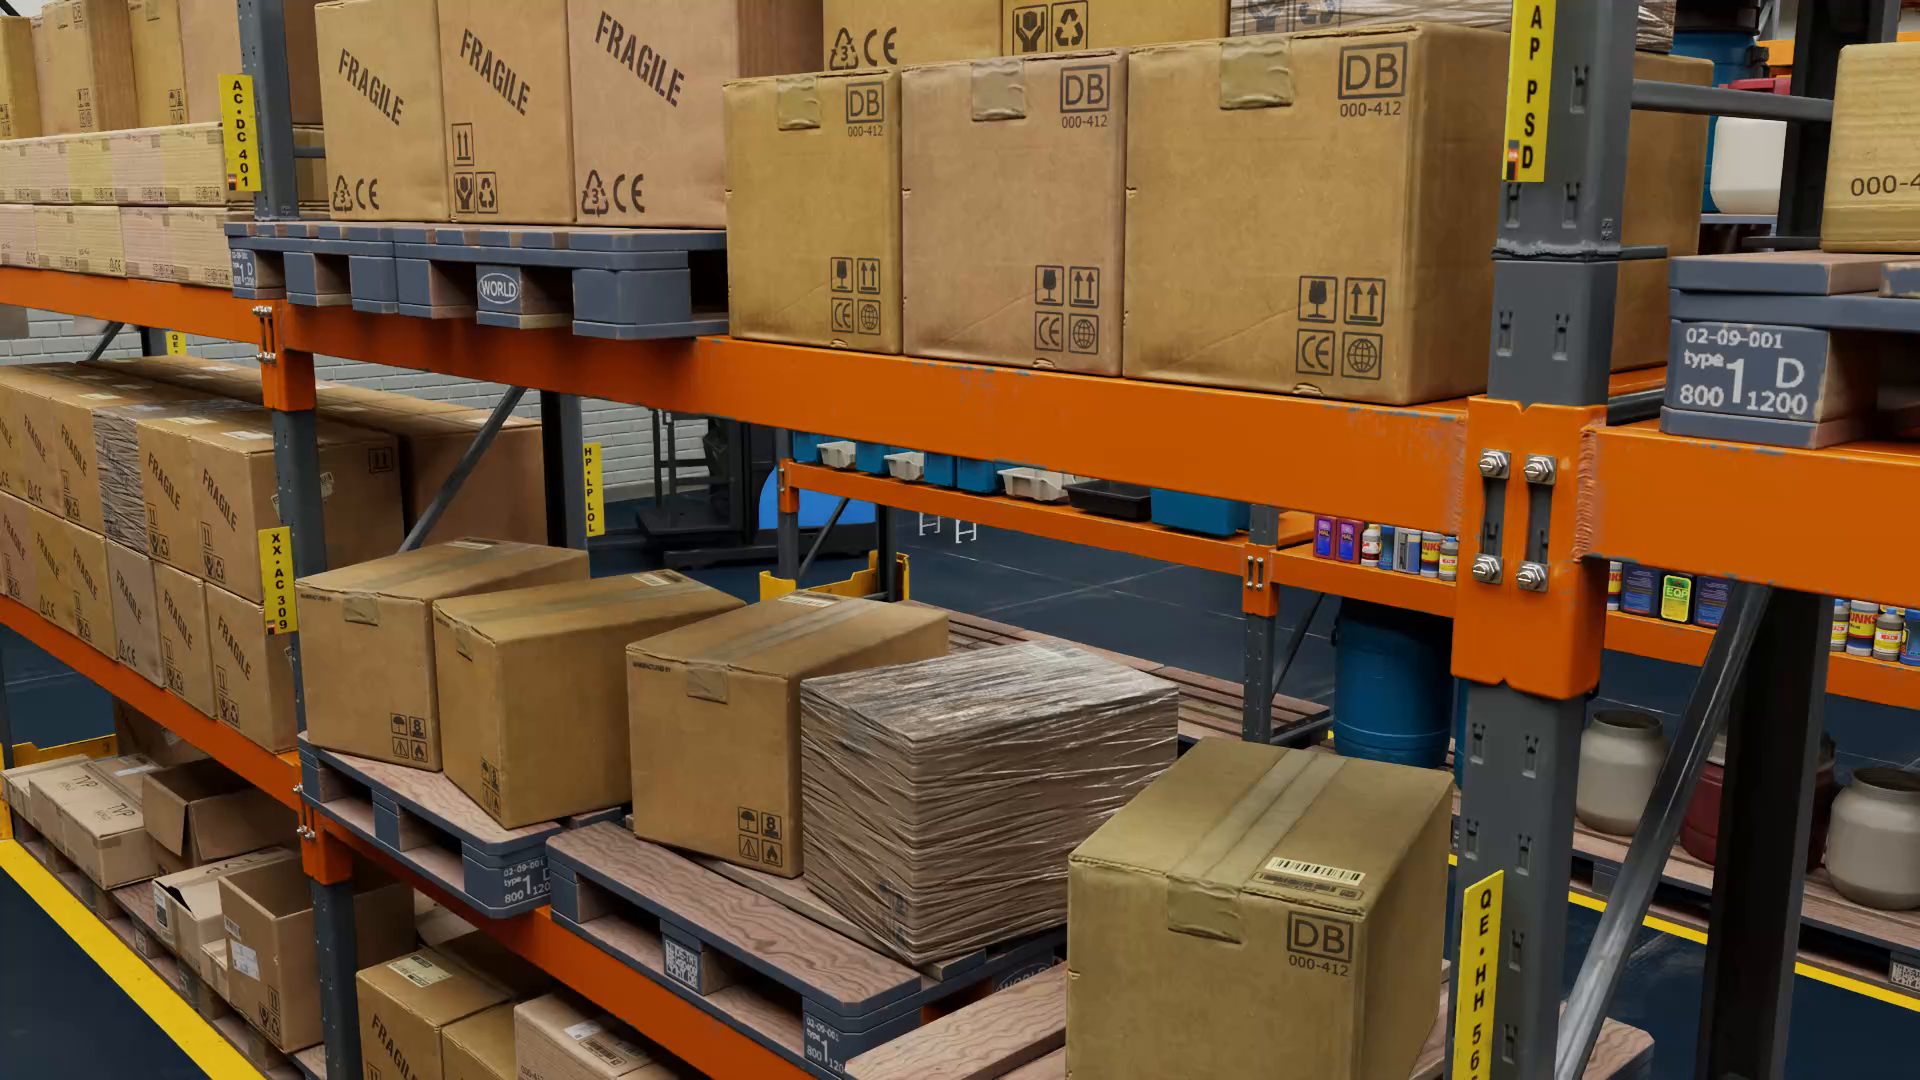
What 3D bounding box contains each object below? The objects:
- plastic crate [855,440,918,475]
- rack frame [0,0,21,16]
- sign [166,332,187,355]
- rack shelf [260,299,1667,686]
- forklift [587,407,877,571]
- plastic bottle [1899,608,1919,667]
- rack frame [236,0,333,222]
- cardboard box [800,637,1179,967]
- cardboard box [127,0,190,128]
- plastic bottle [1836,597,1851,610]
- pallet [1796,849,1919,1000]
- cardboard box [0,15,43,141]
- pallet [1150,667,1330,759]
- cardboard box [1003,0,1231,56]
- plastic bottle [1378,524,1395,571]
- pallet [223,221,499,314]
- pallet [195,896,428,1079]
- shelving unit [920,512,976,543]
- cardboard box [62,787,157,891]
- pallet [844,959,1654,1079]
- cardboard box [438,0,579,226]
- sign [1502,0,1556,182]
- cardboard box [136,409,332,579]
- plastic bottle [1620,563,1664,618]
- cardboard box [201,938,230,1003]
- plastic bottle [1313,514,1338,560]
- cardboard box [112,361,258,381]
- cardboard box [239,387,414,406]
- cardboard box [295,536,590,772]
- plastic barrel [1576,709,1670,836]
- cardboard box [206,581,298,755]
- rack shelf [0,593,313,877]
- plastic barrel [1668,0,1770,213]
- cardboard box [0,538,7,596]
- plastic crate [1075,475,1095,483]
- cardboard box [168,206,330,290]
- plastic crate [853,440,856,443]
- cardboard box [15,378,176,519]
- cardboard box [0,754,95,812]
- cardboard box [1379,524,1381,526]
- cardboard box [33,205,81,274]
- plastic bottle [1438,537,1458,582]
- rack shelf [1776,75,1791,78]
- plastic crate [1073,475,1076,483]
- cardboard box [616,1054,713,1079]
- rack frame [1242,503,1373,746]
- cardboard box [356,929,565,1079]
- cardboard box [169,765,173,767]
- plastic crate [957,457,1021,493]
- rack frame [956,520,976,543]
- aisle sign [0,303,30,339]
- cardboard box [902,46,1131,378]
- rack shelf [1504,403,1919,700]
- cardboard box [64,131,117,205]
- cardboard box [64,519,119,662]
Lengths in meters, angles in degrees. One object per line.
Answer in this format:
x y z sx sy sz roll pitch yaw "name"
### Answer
-0.478 -0.571 10.856 0.416 0.233 0.300 -11 16 -43 "plastic crate"
-4.450 -3.050 7.756 1.000 3.000 0.127 -11 16 -43 "rack frame"
-4.035 -0.908 8.573 0.100 0.325 0.005 -11 16 -43 "sign"
-0.306 -0.353 3.881 1.077 0.370 4.000 -11 16 -43 "rack shelf"
-2.293 -1.294 14.269 3.031 2.935 1.130 -4 12 -17 "forklift"
3.712 0.348 6.448 0.097 0.271 0.097 0 12 0 "plastic bottle"
-1.687 -2.467 4.922 1.000 3.000 0.127 -11 16 -43 "rack frame"
0.065 0.564 3.788 0.700 0.500 0.500 -7 14 -32 "cardboard box"
-2.643 -1.767 6.233 0.700 0.500 0.500 -11 16 -43 "cardboard box"
3.897 0.165 7.335 0.097 0.271 0.097 0 12 0 "plastic bottle"
4.085 1.622 6.853 1.003 0.211 1.213 -11 16 -43 "pallet"
-3.799 -1.963 7.183 0.700 0.500 0.500 -11 16 -43 "cardboard box"
1.362 1.046 9.651 1.003 0.211 1.213 -11 16 -43 "pallet"
0.426 -1.091 2.955 0.500 0.500 0.500 -11 16 -43 "cardboard box"
2.095 0.006 8.107 0.097 0.271 0.097 0 12 0 "plastic bottle"
-1.288 -0.801 4.734 1.213 0.211 1.003 -11 16 -43 "pallet"
-2.161 1.737 6.296 1.003 0.211 1.213 -11 16 -43 "pallet"
-0.114 -0.612 15.246 0.258 1.200 0.503 -11 16 -43 "shelving unit"
-3.589 1.284 7.309 0.500 0.250 0.500 -11 16 -43 "cardboard box"
0.556 1.060 3.146 1.213 0.211 1.003 -11 16 -43 "pallet"
-0.915 -1.123 4.298 0.600 0.600 0.600 -11 16 -43 "cardboard box"
0.681 -0.592 1.974 0.100 0.325 0.005 -11 16 -43 "sign"
-2.580 -0.179 5.961 0.500 0.500 0.500 -11 16 -44 "cardboard box"
2.983 0.148 7.221 0.144 0.351 0.185 -11 16 -43 "plastic bottle"
-2.588 1.562 6.208 0.380 0.149 0.250 -11 16 -43 "cardboard box"
1.842 -0.048 8.339 0.061 0.283 0.133 -11 16 -43 "plastic bottle"
-3.594 -0.551 7.763 0.500 0.500 0.500 -10 16 -41 "cardboard box"
-2.521 -0.325 6.670 0.500 0.500 0.500 11 16 43 "cardboard box"
-1.522 0.317 4.988 0.500 0.500 0.700 6 13 26 "cardboard box"
3.075 1.075 7.725 0.421 0.512 0.421 0 12 0 "plastic barrel"
-2.218 0.385 5.698 0.500 0.500 0.500 -11 16 -42 "cardboard box"
-3.069 0.532 7.017 1.077 0.370 4.000 -11 16 -43 "rack shelf"
3.187 -1.911 7.374 0.600 0.901 0.708 -11 16 -43 "plastic barrel"
-4.334 -0.060 7.858 0.500 0.500 0.500 -10 16 -41 "cardboard box"
0.976 -0.438 10.087 0.437 0.282 0.530 -11 16 -43 "plastic crate"
-2.216 -0.958 5.404 0.500 0.250 0.500 -11 16 -43 "cardboard box"
-0.498 -0.826 11.588 0.616 0.435 0.499 -11 16 -43 "plastic crate"
-3.626 -0.400 7.034 0.500 0.500 0.500 -11 16 -42 "cardboard box"
-4.409 1.178 8.075 0.380 0.149 0.250 -11 16 -43 "cardboard box"
3.846 -0.442 14.187 0.875 0.875 0.875 -11 16 -43 "cardboard box"
-3.247 -1.178 6.472 0.500 0.250 0.500 -11 16 -43 "cardboard box"
2.322 0.088 7.881 0.097 0.201 0.097 0 12 0 "plastic bottle"
7.756 -4.461 16.393 1.077 0.370 4.000 -11 16 -43 "rack shelf"
0.739 -0.485 10.438 0.416 0.233 0.300 -11 16 -43 "plastic crate"
-0.492 1.437 4.089 0.500 0.250 0.500 -11 16 -44 "cardboard box"
1.898 -0.218 8.875 1.000 3.000 0.127 -11 16 -43 "rack frame"
-1.530 1.585 5.228 0.500 0.500 0.500 11 16 43 "cardboard box"
-3.682 1.177 8.036 0.380 0.166 0.250 -11 16 -43 "cardboard box"
0.184 -0.431 10.177 0.416 0.233 0.300 -11 16 -43 "plastic crate"
0.054 -0.576 15.073 0.240 1.200 0.015 -11 16 -43 "rack frame"
-4.709 -1.354 7.948 0.394 0.787 0.004 -11 16 -43 "aisle sign"
0.397 -0.596 3.029 0.910 0.500 0.500 -11 16 -43 "cardboard box"
2.456 0.230 1.047 1.077 0.370 4.000 -11 16 -43 "rack shelf"
-2.906 -1.349 6.063 0.500 0.250 0.500 -11 16 -43 "cardboard box"
-3.285 0.162 6.784 0.500 0.500 0.500 -11 16 -42 "cardboard box"
